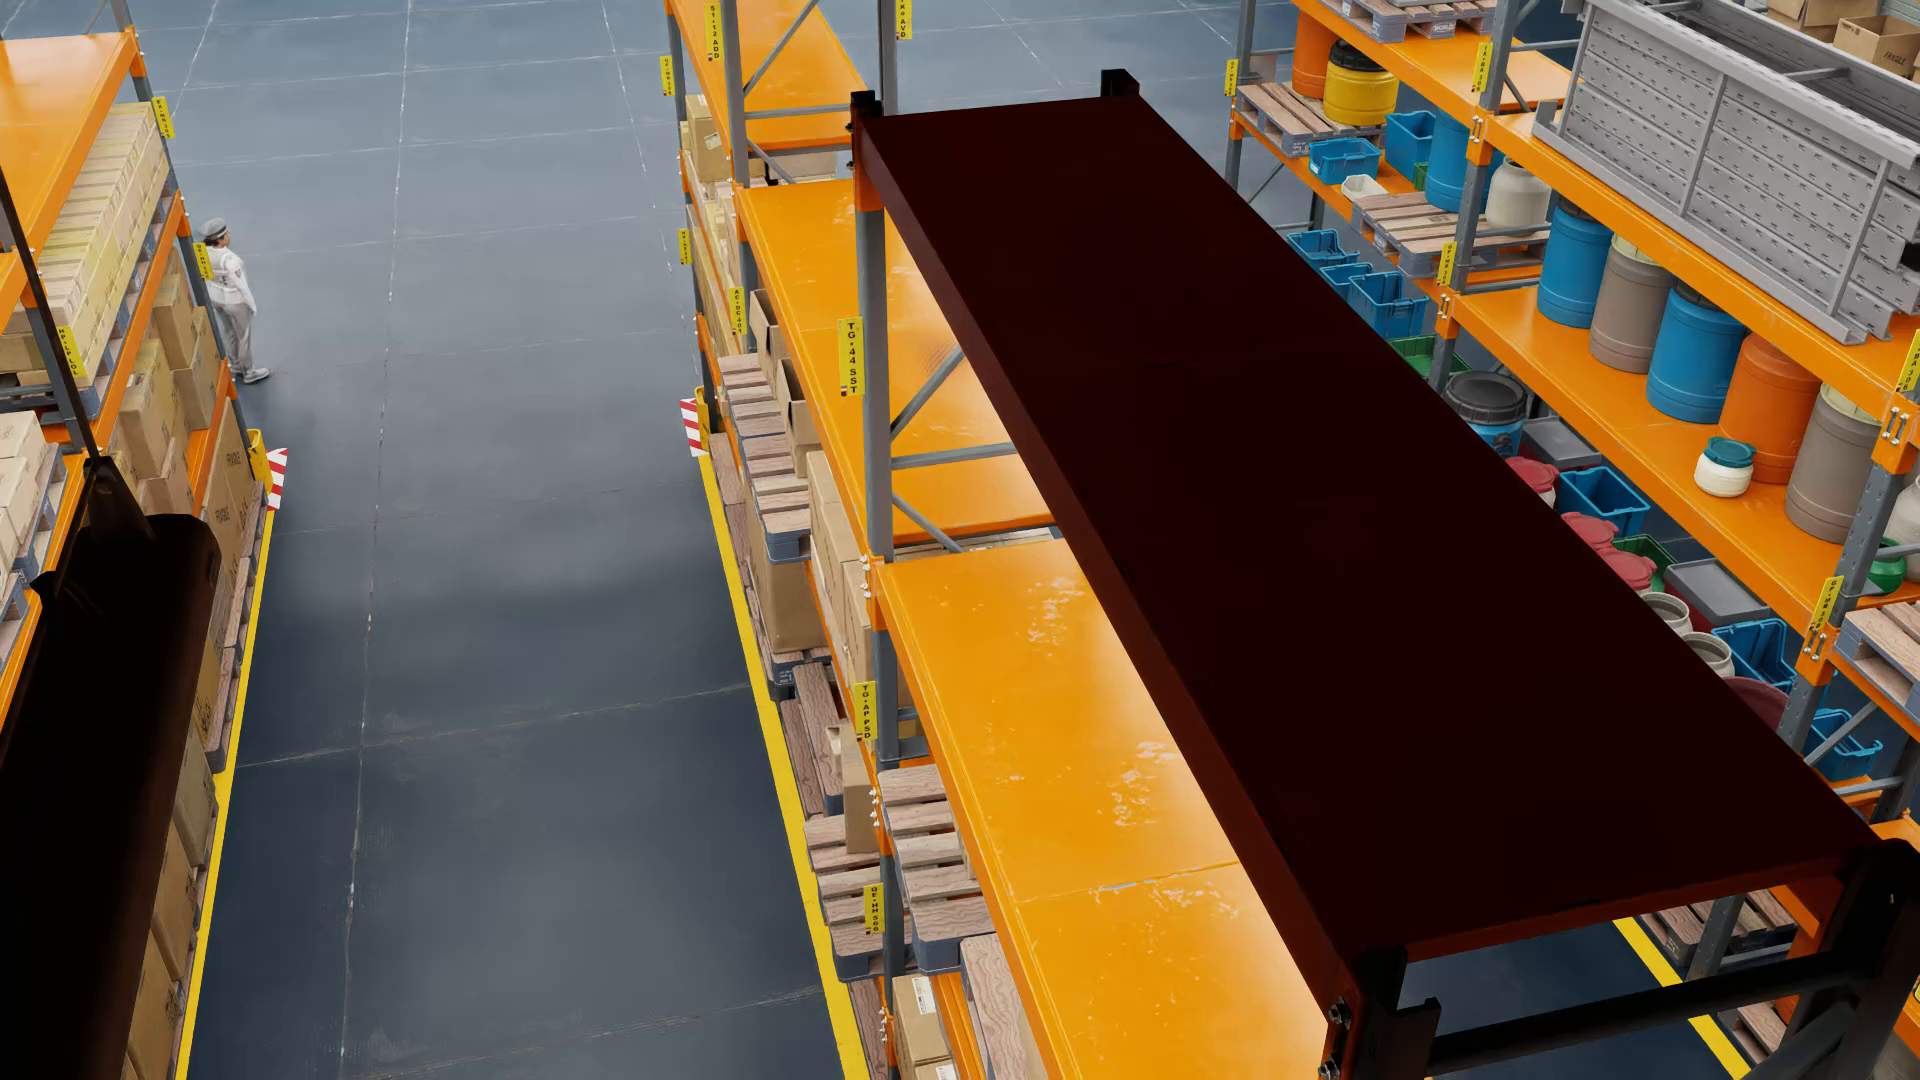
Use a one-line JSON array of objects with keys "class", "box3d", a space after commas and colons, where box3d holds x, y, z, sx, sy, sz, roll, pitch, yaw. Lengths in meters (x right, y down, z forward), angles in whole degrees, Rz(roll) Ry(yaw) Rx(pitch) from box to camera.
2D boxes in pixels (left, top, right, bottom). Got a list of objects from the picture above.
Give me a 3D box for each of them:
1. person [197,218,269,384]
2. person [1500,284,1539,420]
[{"class": "person", "box3d": [-6.976, -2.290, 15.968, 0.552, 1.716, 0.397, 15, 37, 21]}, {"class": "person", "box3d": [5.111, -1.623, 14.985, 0.405, 1.839, 0.618, 3, 35, 5]}]
